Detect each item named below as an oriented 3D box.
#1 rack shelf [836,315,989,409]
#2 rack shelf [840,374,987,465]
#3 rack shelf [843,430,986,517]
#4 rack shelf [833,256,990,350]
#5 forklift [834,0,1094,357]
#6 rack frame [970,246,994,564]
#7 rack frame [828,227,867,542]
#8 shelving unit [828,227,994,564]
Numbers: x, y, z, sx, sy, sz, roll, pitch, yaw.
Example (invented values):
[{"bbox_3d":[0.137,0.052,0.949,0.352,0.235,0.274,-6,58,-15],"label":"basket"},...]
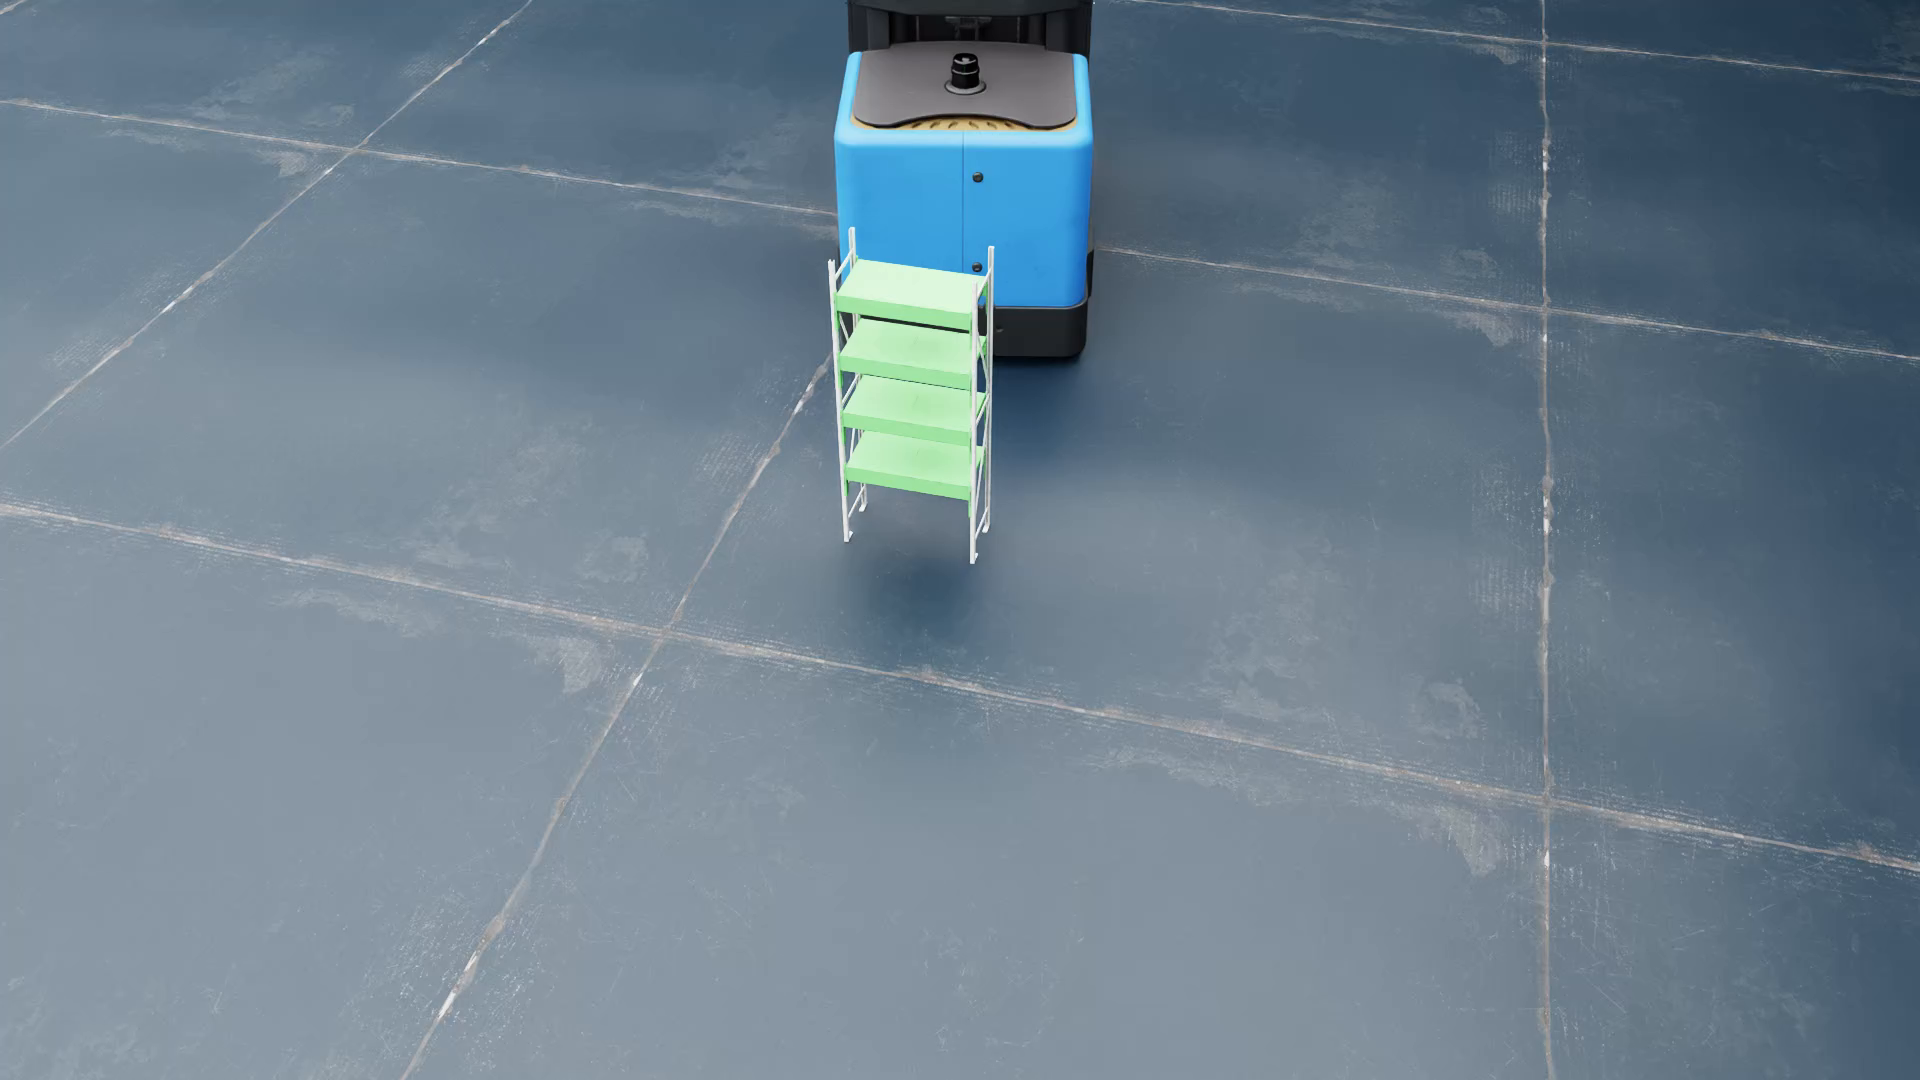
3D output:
[{"bbox_3d":[-0.160,-0.622,5.784,0.480,0.148,0.258,10,41,11],"label":"rack shelf"},{"bbox_3d":[-0.160,-0.438,5.938,0.480,0.148,0.258,10,41,11],"label":"rack shelf"},{"bbox_3d":[-0.160,-0.254,6.092,0.480,0.148,0.258,10,41,11],"label":"rack shelf"},{"bbox_3d":[-0.160,-0.806,5.629,0.480,0.148,0.258,10,41,11],"label":"rack shelf"},{"bbox_3d":[0.049,-2.825,7.334,1.130,2.935,3.031,1,40,1],"label":"forklift"},{"bbox_3d":[0.076,-0.446,5.849,0.015,1.200,0.240,10,41,11],"label":"rack frame"},{"bbox_3d":[-0.396,-0.528,5.945,0.015,1.200,0.240,10,41,11],"label":"rack frame"},{"bbox_3d":[-0.160,-0.487,5.897,0.503,1.200,0.258,10,41,11],"label":"shelving unit"}]
